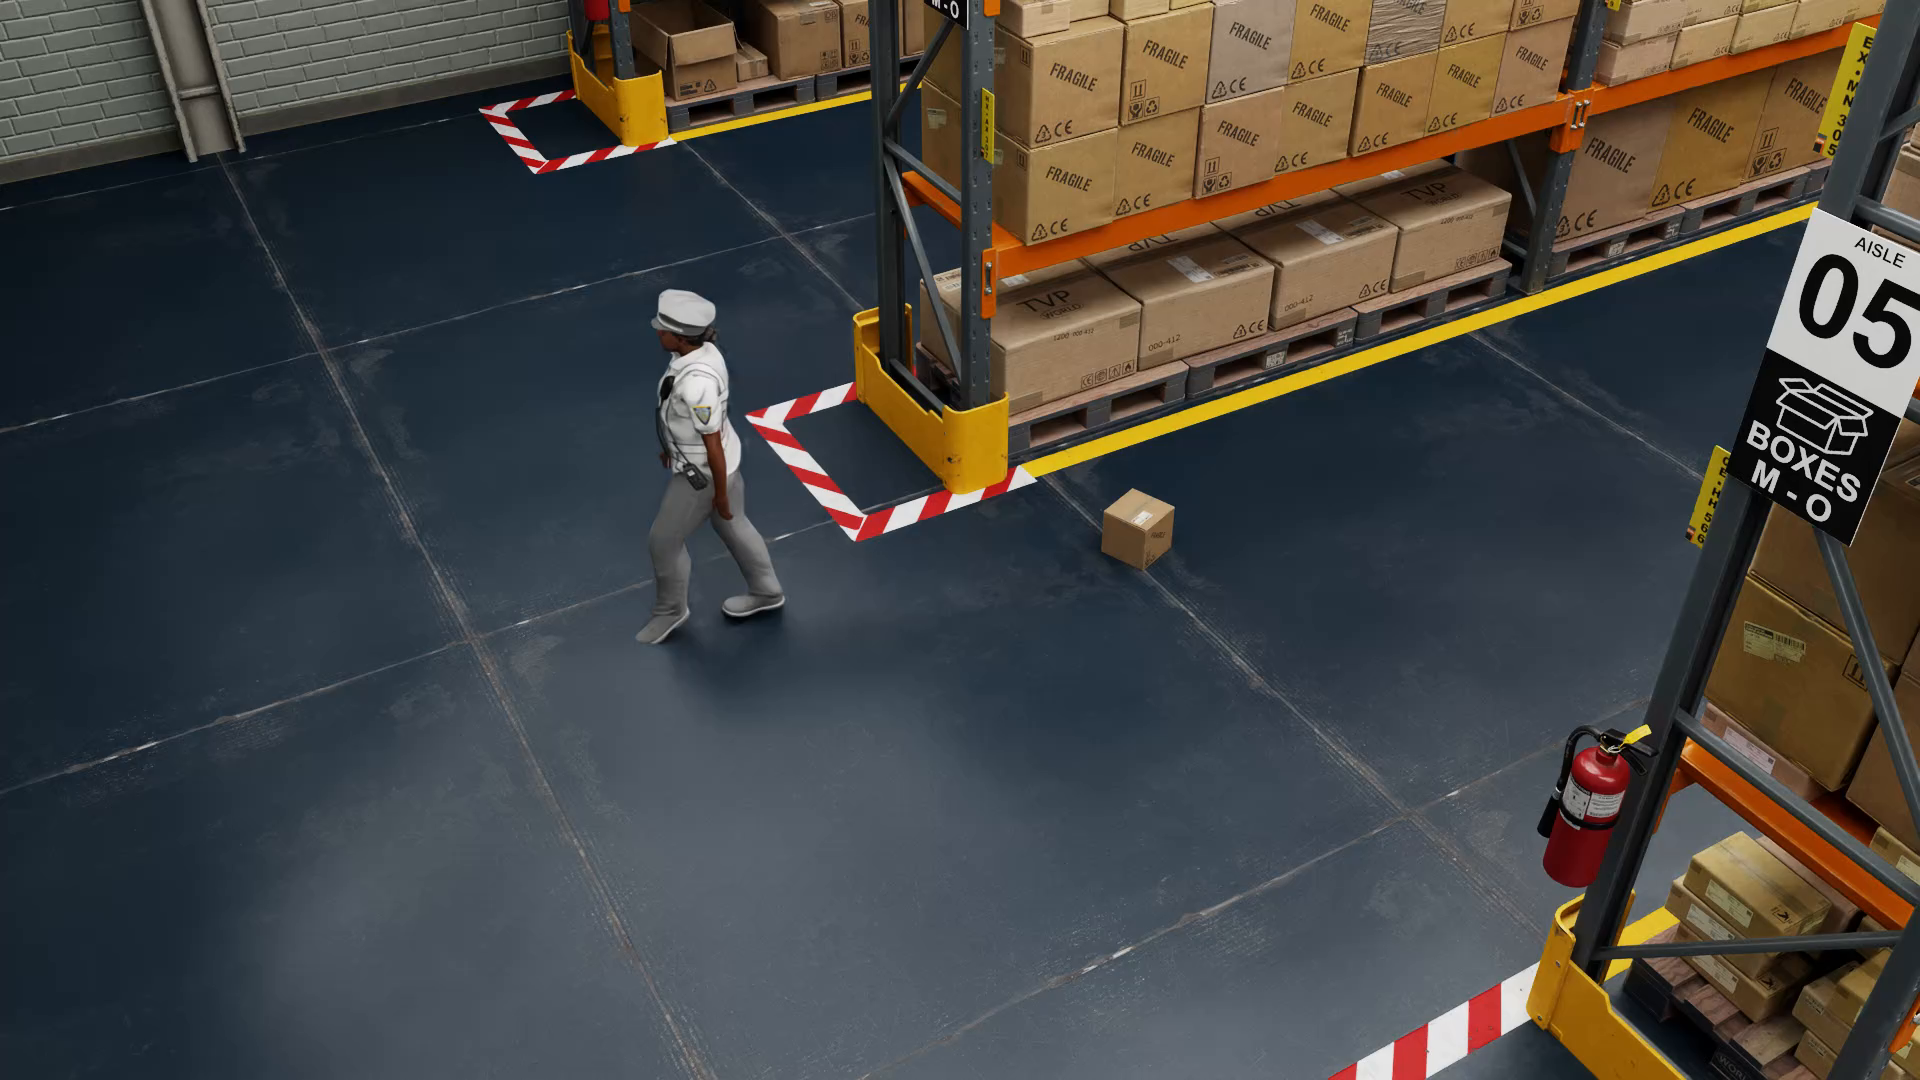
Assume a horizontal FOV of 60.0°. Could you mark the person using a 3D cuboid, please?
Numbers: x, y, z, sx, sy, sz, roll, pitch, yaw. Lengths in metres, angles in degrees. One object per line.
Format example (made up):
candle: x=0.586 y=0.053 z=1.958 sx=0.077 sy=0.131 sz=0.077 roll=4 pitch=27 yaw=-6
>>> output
person: x=-1.170 y=-0.317 z=7.347 sx=0.696 sy=1.729 sz=0.477 roll=-2 pitch=37 yaw=-2
